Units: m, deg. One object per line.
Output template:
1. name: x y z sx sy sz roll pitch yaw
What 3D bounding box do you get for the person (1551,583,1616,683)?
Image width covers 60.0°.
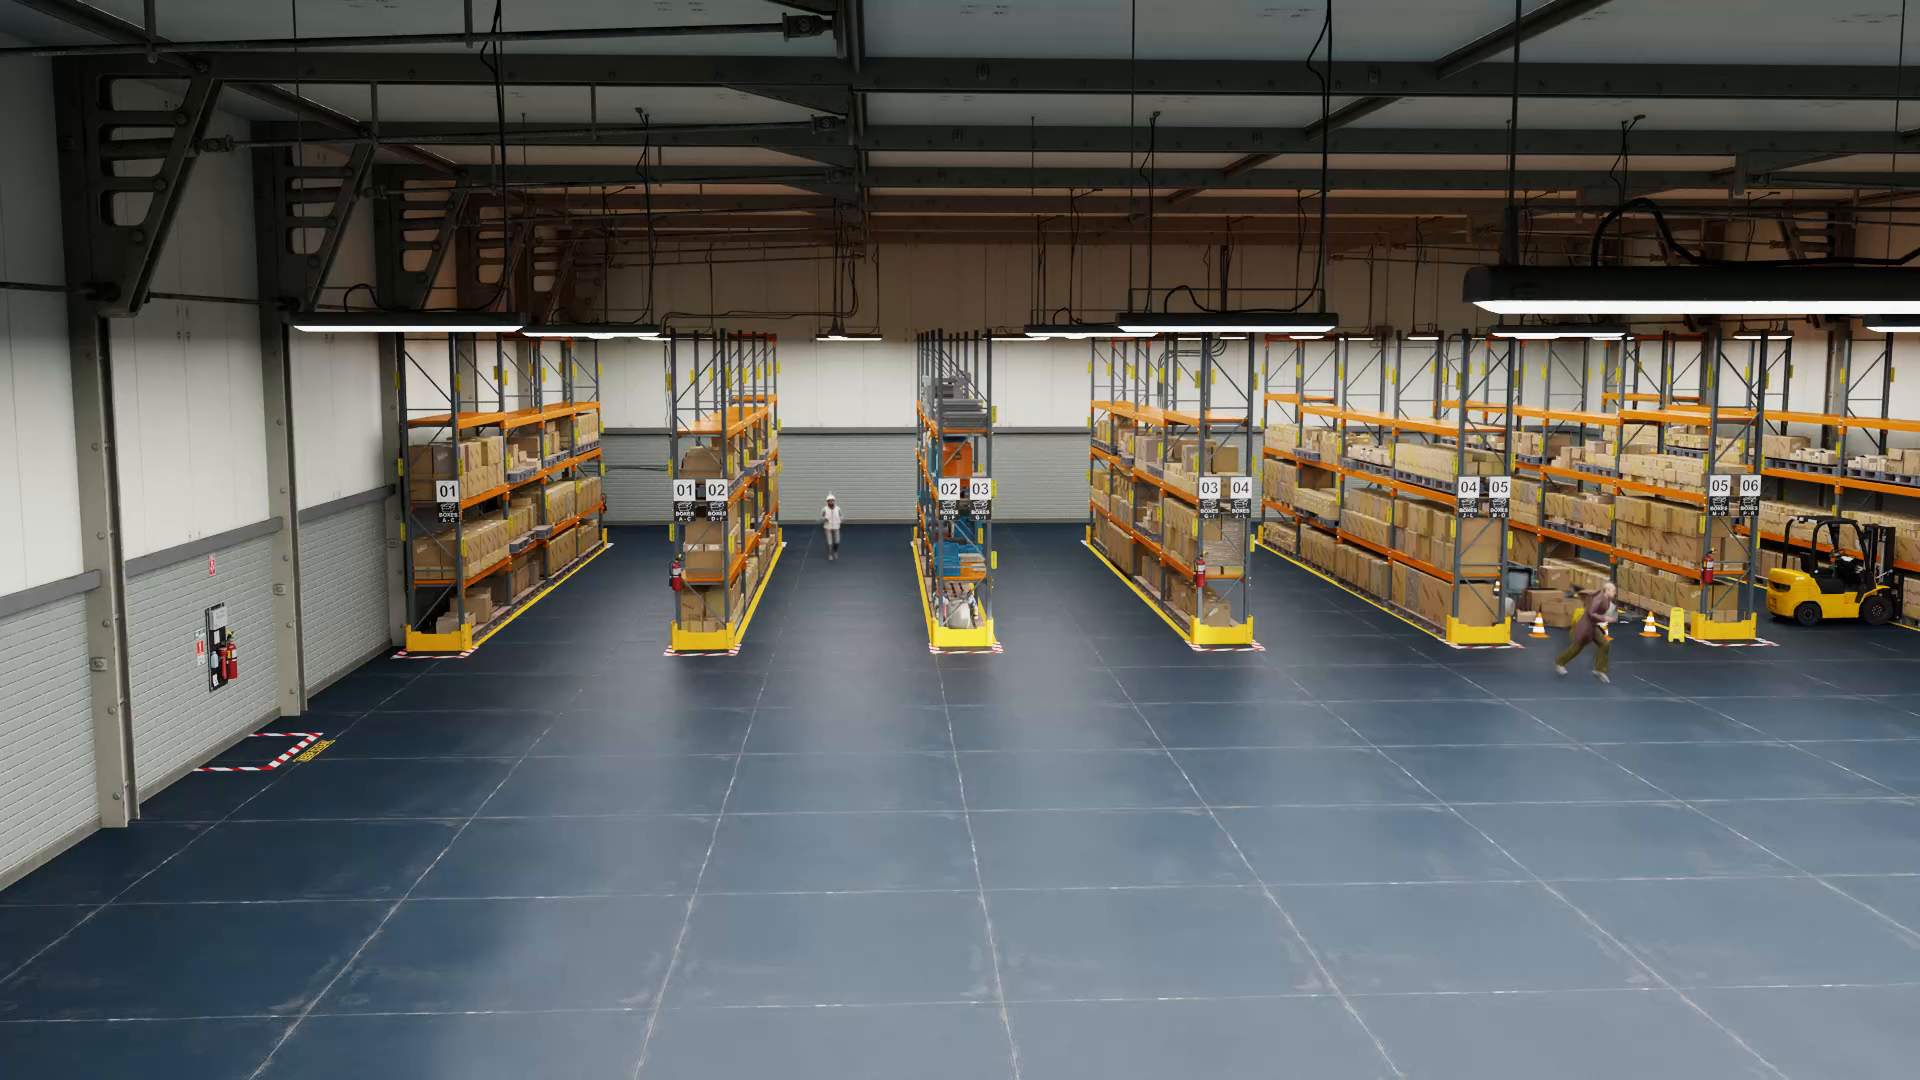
1. person: 10.681 1.565 28.462 1.060 1.745 0.755 5 8 35

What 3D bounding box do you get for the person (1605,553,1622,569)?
1. person: 16.407 -0.056 41.722 0.734 1.747 0.634 -1 7 -5

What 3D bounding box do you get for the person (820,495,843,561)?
1. person: -3.358 -0.306 43.772 0.645 1.737 0.617 -1 7 -11
